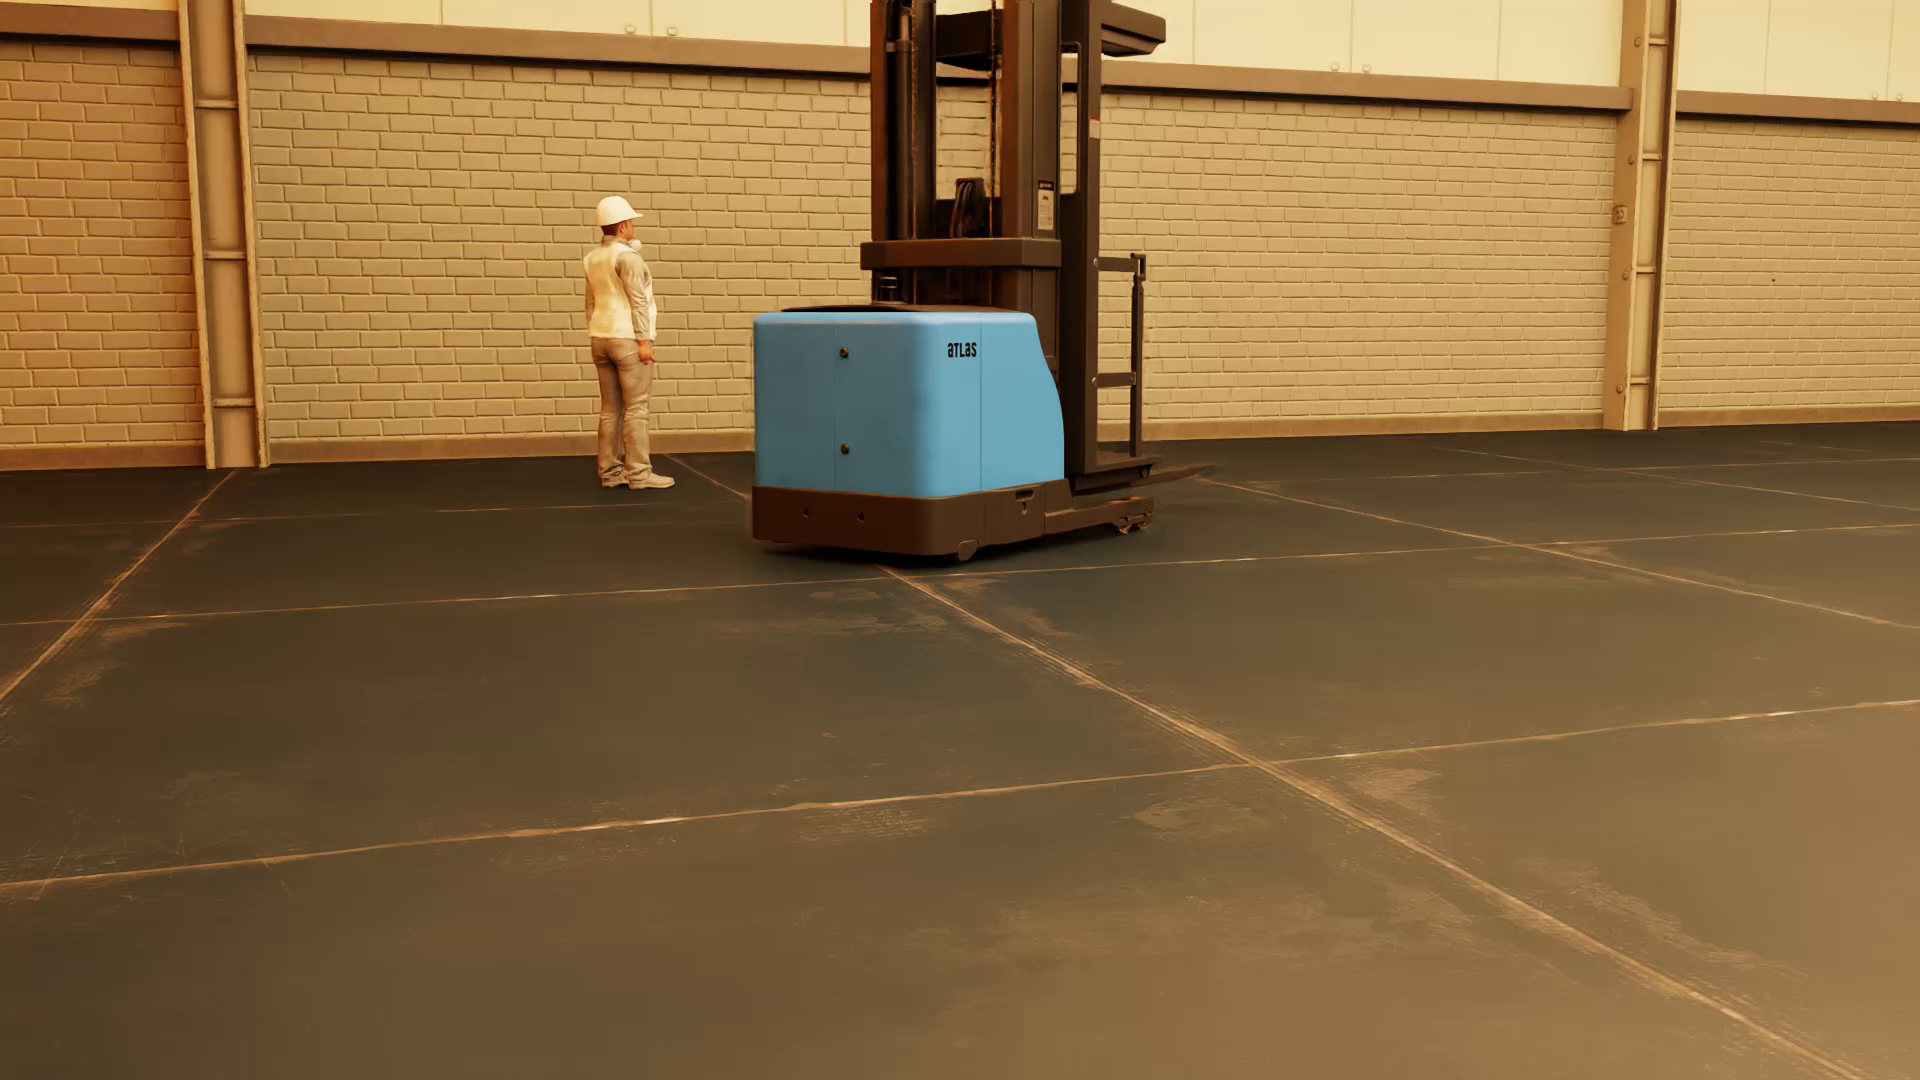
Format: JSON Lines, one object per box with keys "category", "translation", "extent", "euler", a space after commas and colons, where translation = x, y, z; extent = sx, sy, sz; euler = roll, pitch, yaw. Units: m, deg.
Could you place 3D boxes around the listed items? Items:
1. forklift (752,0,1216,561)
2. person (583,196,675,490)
{"category": "forklift", "translation": [0.318, -1.518, 8.206], "extent": [1.130, 2.935, 3.031], "euler": [5, 9, 34]}
{"category": "person", "translation": [-2.067, -1.209, 10.239], "extent": [0.525, 1.776, 0.375], "euler": [7, 10, 40]}
